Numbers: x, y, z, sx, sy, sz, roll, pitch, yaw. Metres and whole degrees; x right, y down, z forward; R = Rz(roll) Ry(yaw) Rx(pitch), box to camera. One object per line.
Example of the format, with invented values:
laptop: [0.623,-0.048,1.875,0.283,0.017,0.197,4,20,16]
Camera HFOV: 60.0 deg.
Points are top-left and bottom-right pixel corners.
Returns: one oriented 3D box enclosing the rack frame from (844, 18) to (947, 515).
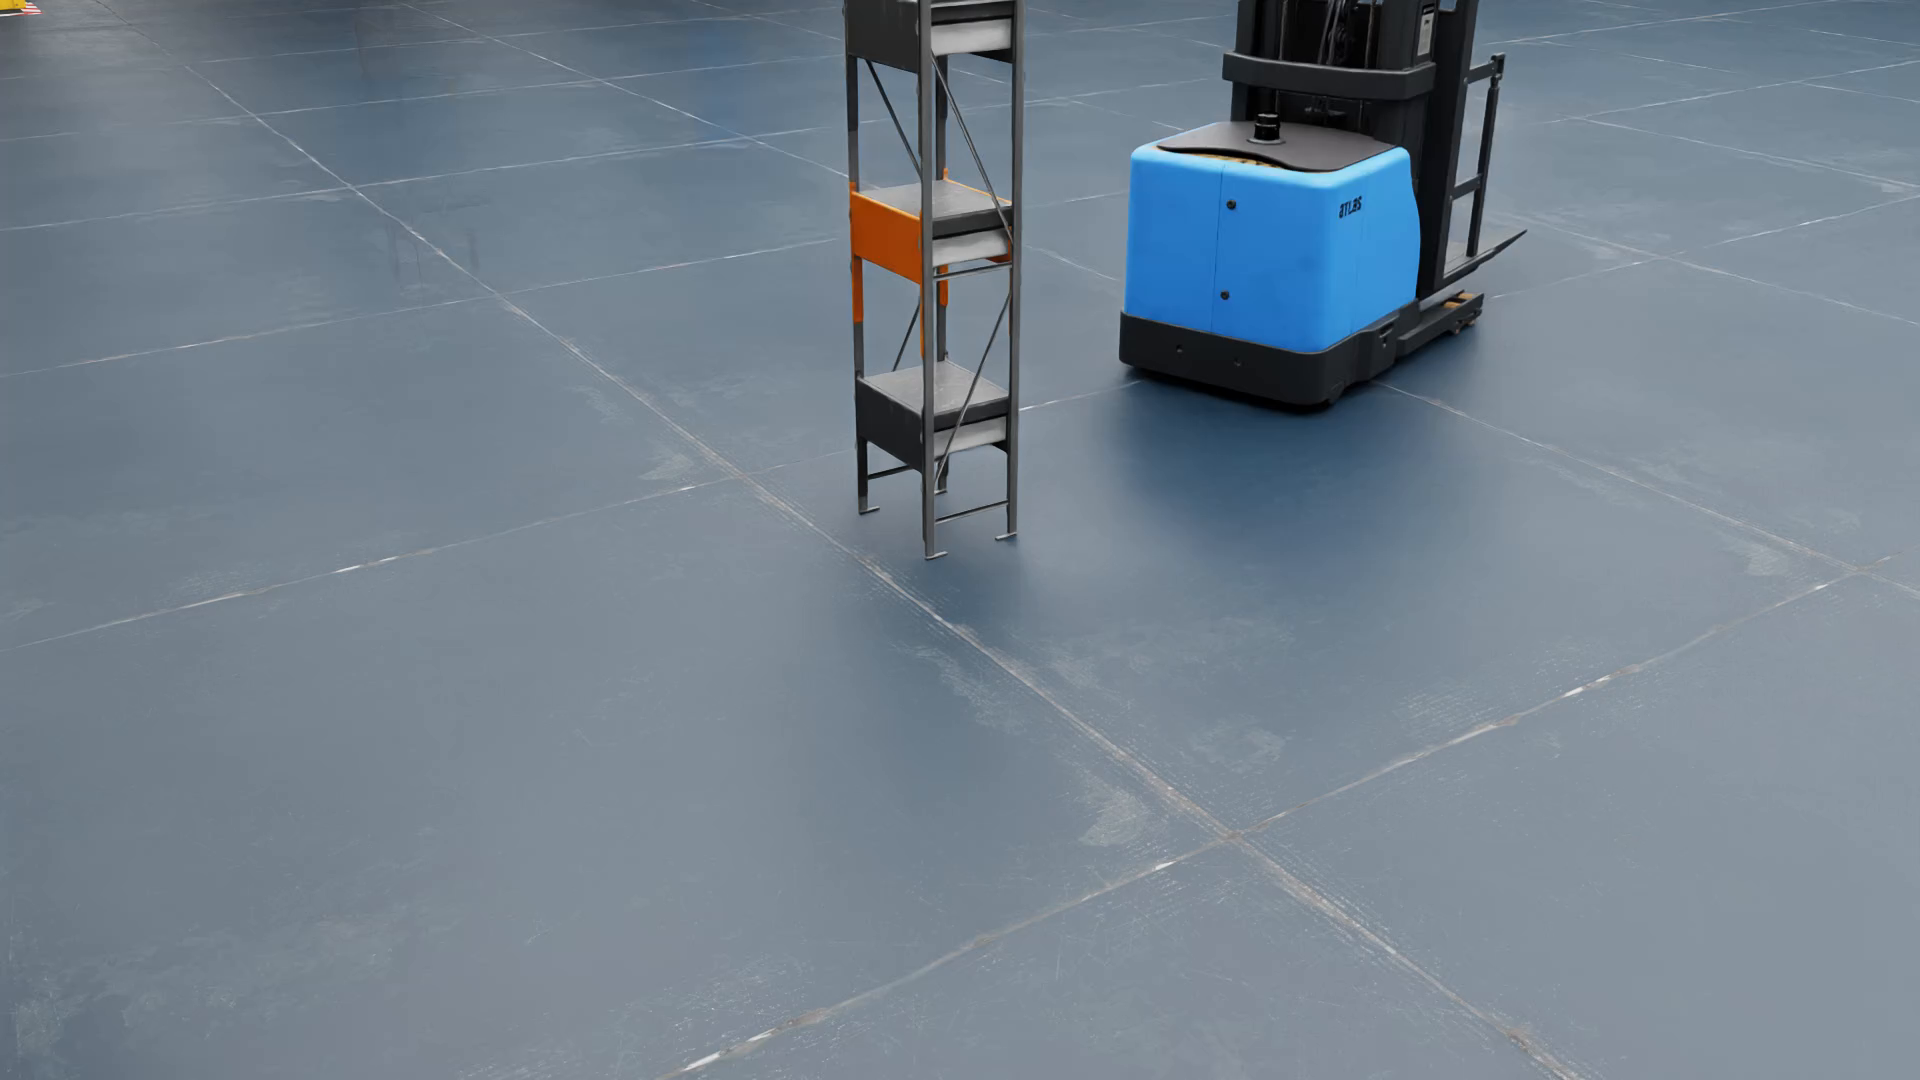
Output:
rack frame: [-0.224,-1.096,6.112,0.400,2.100,0.015,-16,29,-30]

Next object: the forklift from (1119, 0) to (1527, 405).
forklift: [2.053,-2.485,8.081,1.130,2.935,3.031,18,31,34]

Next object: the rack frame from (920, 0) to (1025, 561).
rack frame: [0.043,-0.921,5.742,0.400,2.100,0.015,-16,29,-30]

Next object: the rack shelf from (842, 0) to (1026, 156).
rack shelf: [-0.090,-1.629,5.634,0.431,0.518,0.480,-16,29,-30]

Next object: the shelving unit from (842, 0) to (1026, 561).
shelving unit: [-0.090,-1.009,5.927,0.431,2.100,0.503,-16,29,-30]

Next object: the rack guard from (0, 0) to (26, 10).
rack guard: [-11.465,-6.355,19.126,1.175,0.500,0.348,-16,29,-30]

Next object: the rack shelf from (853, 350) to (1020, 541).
rack shelf: [-0.090,-0.363,6.232,0.431,0.518,0.480,-16,29,-30]

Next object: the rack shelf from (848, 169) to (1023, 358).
rack shelf: [-0.090,-0.996,5.933,0.431,0.518,0.480,-16,29,-30]
